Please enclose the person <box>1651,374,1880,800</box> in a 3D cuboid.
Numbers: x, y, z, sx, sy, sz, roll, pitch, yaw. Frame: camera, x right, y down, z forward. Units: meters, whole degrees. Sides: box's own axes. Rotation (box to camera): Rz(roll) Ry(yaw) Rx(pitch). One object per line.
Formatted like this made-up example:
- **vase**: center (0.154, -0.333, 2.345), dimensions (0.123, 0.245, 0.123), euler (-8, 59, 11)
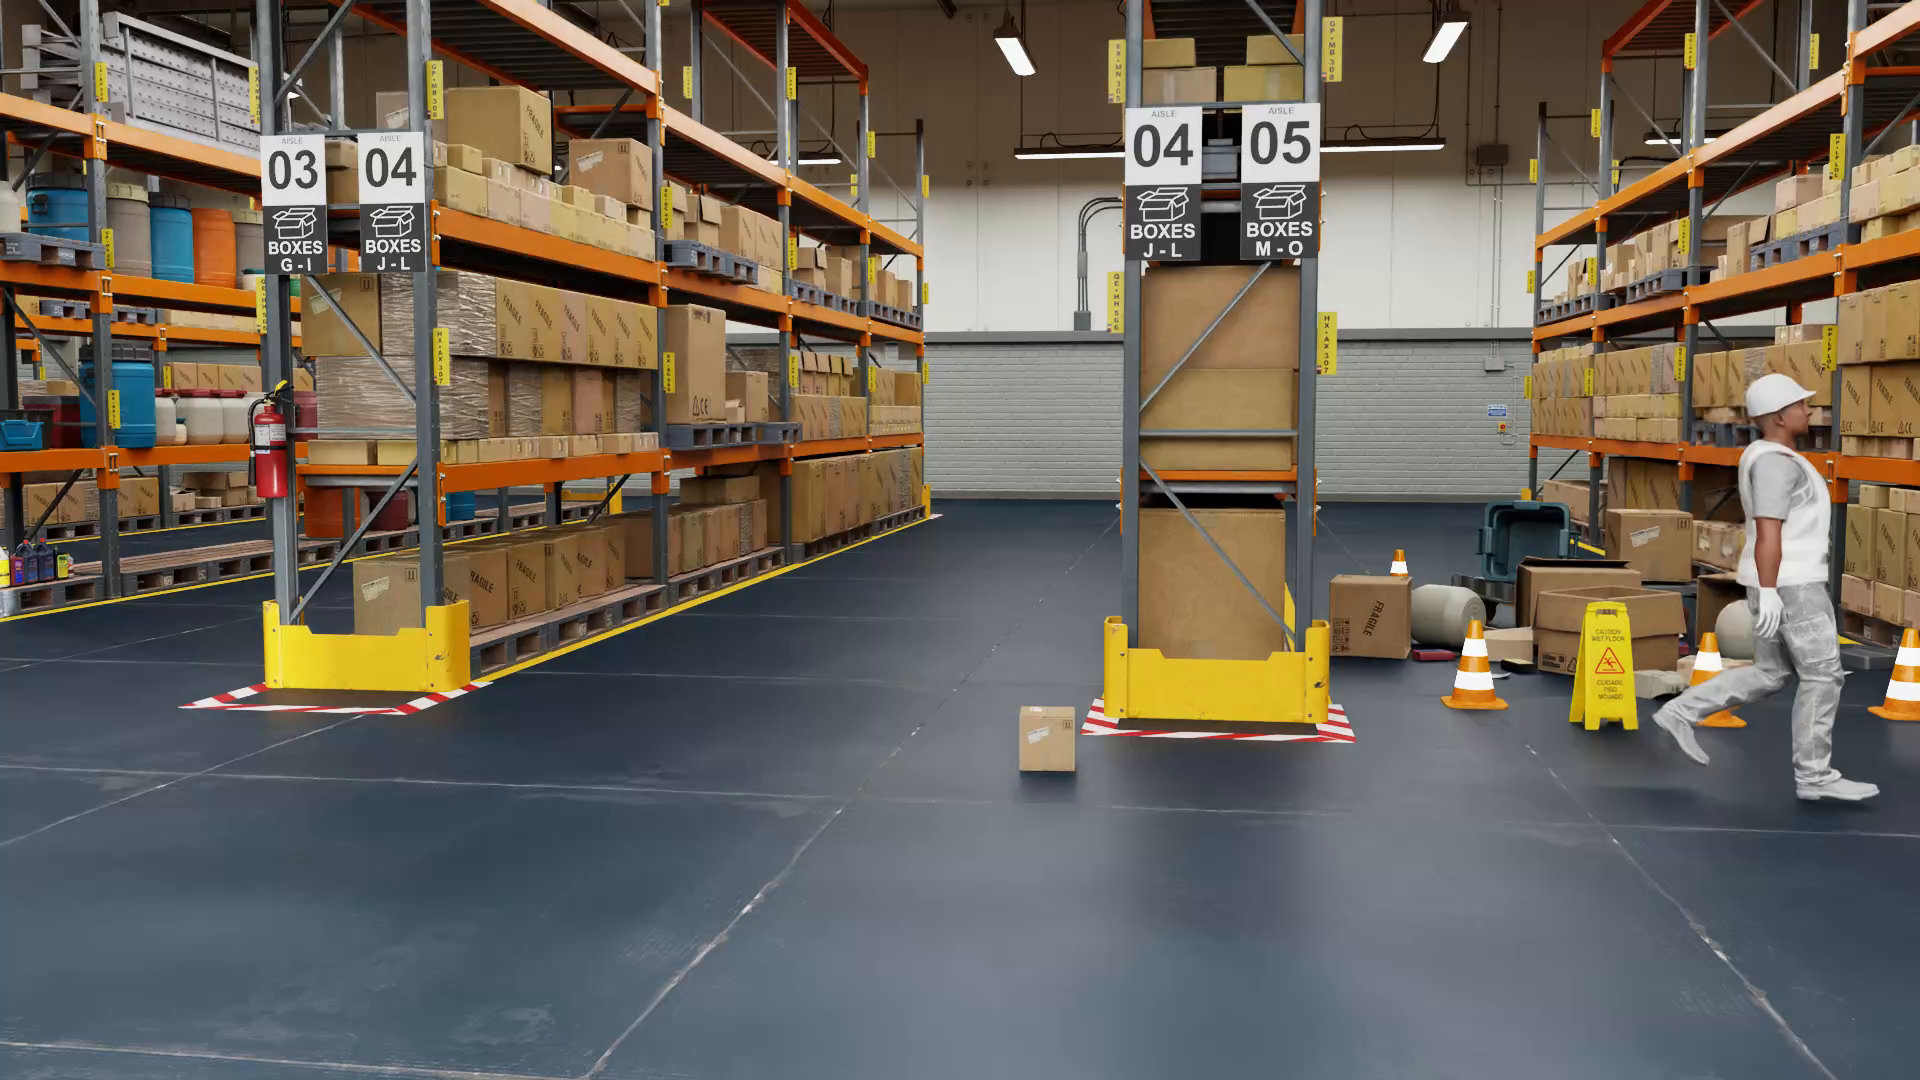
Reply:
- **person**: center (3.380, 0.187, 6.953), dimensions (0.866, 1.755, 0.554), euler (1, 5, 18)
